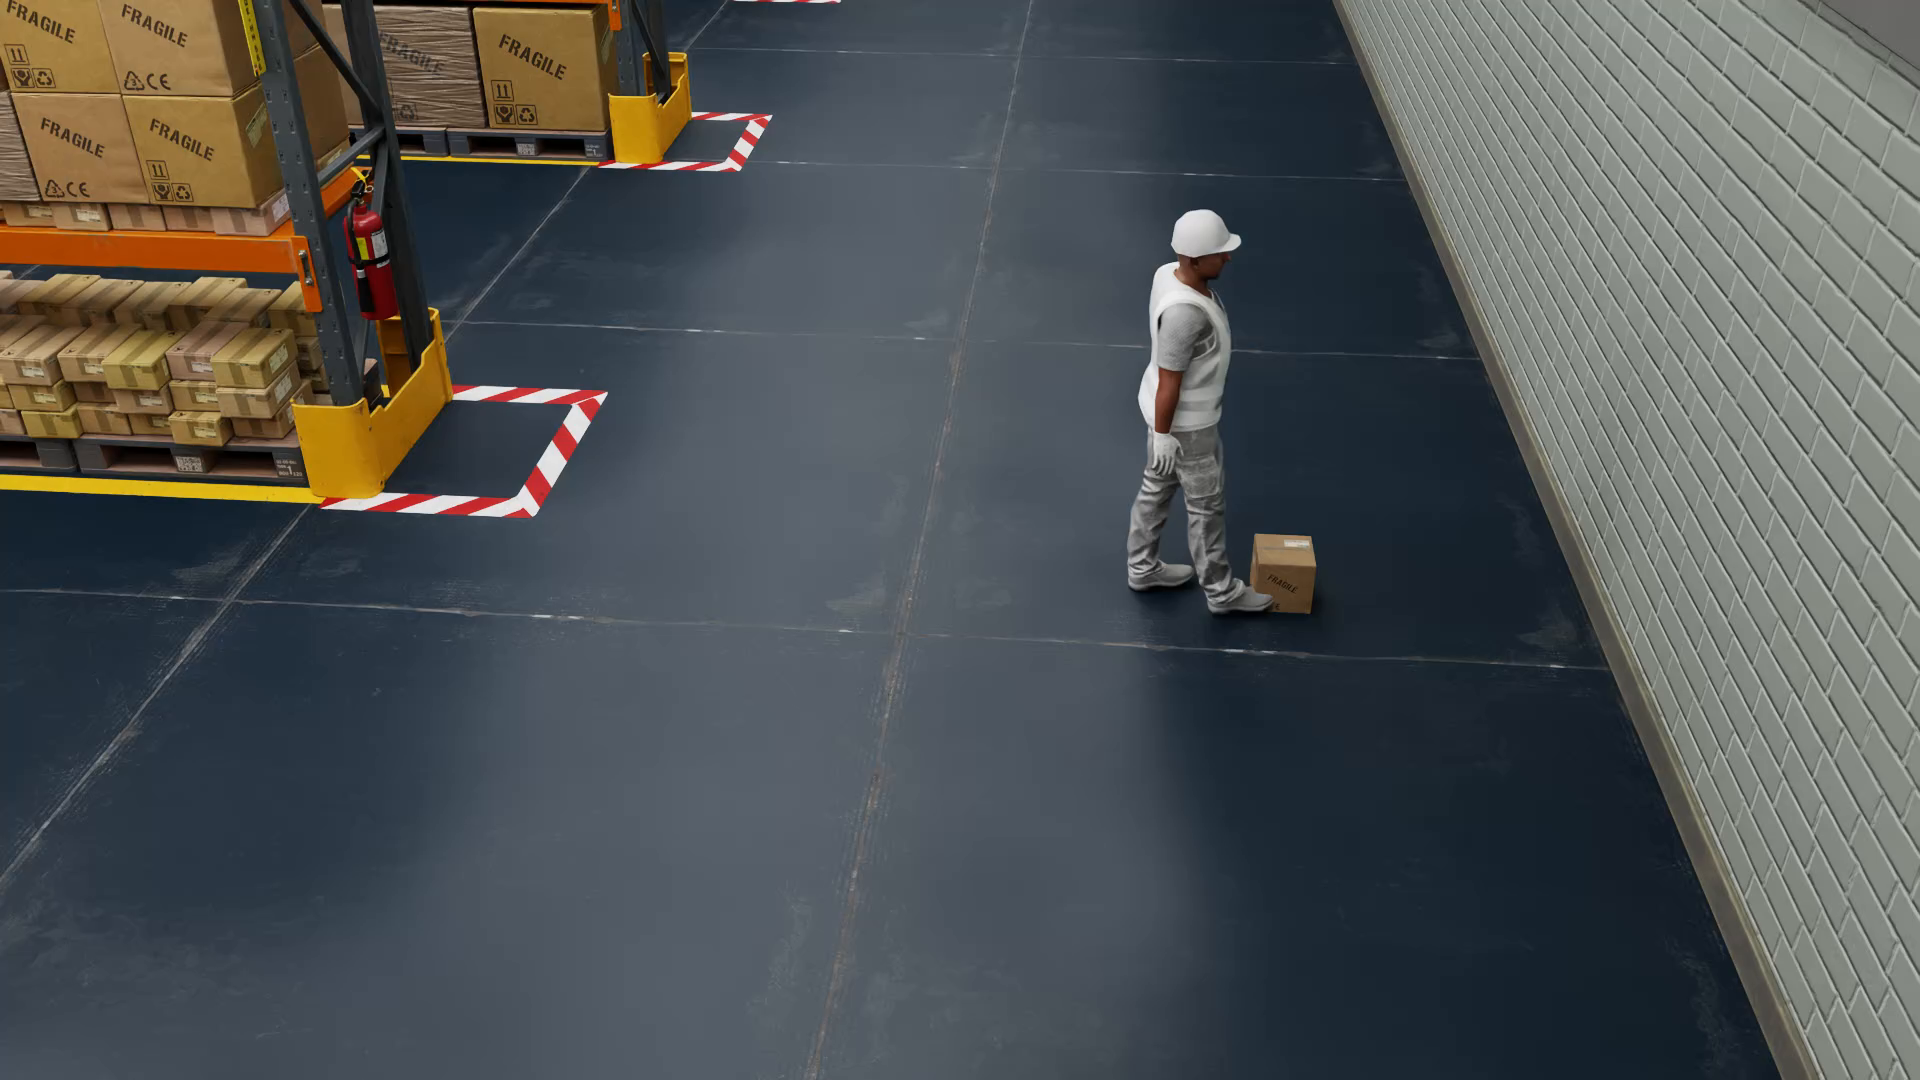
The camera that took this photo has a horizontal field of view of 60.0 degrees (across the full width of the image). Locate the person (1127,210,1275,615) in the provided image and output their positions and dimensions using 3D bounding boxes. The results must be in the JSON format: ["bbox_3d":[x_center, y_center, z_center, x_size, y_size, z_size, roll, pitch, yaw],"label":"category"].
[{"bbox_3d":[1.067,-0.544,6.979,0.637,1.779,0.566,-1,32,-2],"label":"person"}]
